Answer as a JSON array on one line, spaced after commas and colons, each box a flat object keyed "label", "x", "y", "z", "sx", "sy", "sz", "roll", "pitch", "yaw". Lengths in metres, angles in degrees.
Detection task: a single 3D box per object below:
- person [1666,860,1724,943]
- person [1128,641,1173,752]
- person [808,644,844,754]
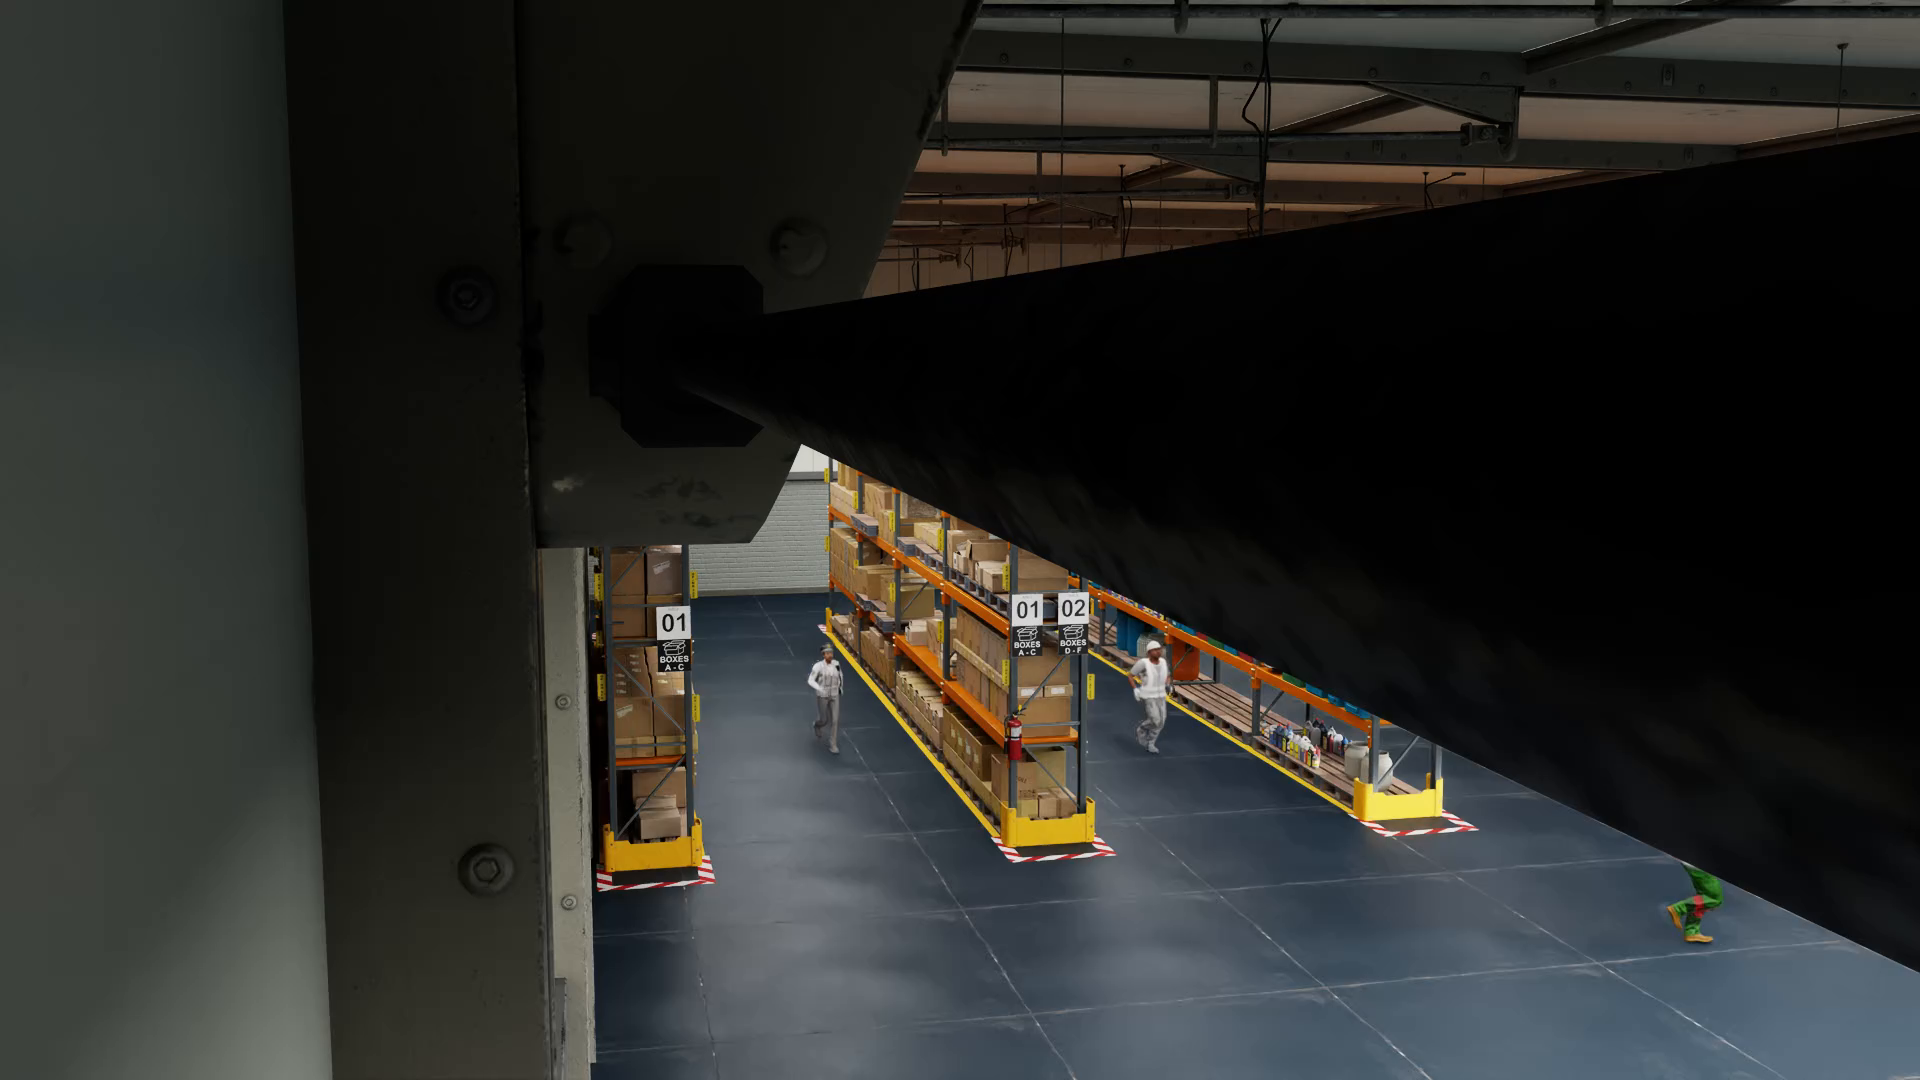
[{"label": "person", "x": 7.753, "y": 3.393, "z": 17.551, "sx": 0.601, "sy": 1.738, "sz": 0.657, "roll": 0, "pitch": 7, "yaw": 3}, {"label": "person", "x": 3.006, "y": 2.426, "z": 25.648, "sx": 0.682, "sy": 1.736, "sz": 0.585, "roll": -4, "pitch": 8, "yaw": -29}, {"label": "person", "x": -2.060, "y": 2.431, "z": 25.896, "sx": 0.618, "sy": 1.678, "sz": 0.890, "roll": -3, "pitch": 7, "yaw": -23}]
